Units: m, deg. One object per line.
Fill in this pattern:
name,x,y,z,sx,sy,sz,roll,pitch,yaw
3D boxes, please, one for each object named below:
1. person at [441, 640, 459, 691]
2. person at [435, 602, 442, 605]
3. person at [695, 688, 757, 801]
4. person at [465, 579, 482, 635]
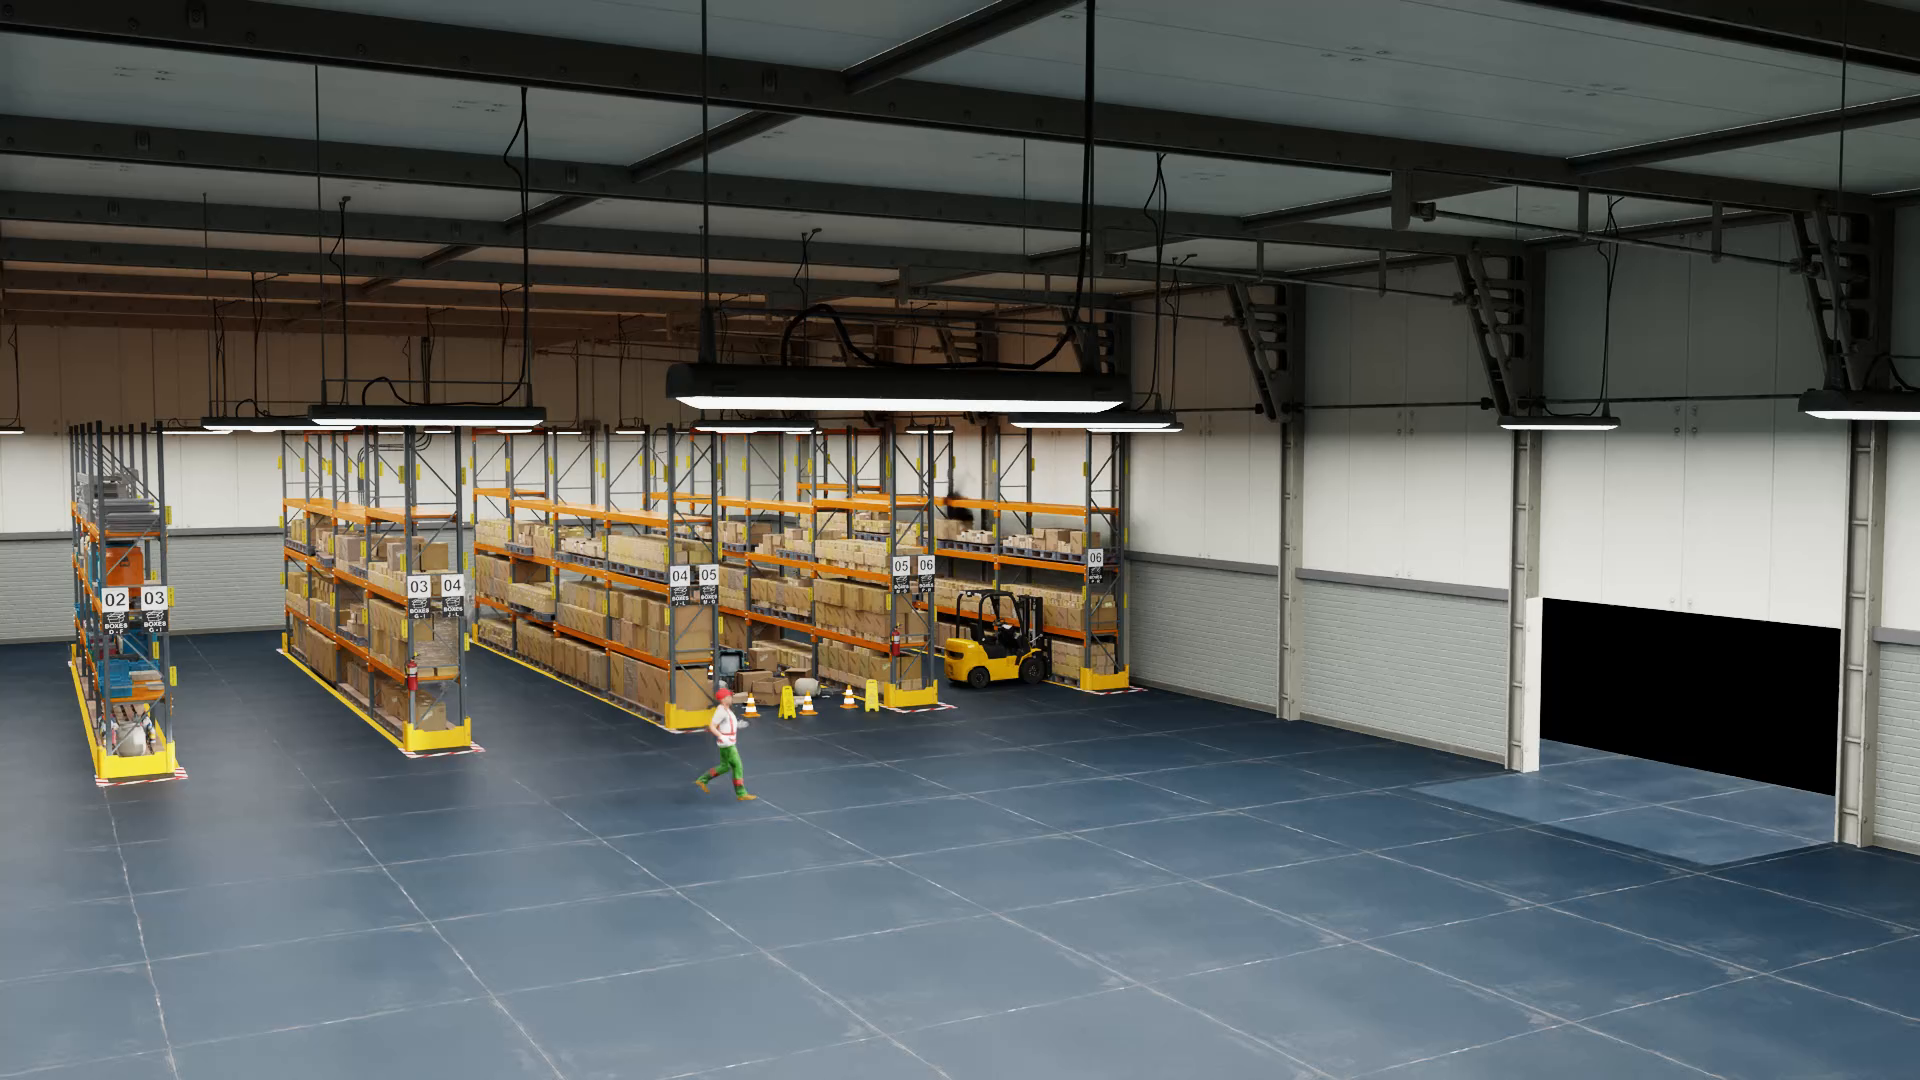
person,-11.632,2.535,37.635,0.689,1.747,0.624,-2,4,-29
person,-14.610,2.025,46.159,0.759,1.722,0.612,1,4,13
person,-3.683,3.210,26.105,0.967,1.768,0.667,0,4,-5
person,-13.962,1.944,47.887,0.783,1.644,0.669,-2,4,-27
